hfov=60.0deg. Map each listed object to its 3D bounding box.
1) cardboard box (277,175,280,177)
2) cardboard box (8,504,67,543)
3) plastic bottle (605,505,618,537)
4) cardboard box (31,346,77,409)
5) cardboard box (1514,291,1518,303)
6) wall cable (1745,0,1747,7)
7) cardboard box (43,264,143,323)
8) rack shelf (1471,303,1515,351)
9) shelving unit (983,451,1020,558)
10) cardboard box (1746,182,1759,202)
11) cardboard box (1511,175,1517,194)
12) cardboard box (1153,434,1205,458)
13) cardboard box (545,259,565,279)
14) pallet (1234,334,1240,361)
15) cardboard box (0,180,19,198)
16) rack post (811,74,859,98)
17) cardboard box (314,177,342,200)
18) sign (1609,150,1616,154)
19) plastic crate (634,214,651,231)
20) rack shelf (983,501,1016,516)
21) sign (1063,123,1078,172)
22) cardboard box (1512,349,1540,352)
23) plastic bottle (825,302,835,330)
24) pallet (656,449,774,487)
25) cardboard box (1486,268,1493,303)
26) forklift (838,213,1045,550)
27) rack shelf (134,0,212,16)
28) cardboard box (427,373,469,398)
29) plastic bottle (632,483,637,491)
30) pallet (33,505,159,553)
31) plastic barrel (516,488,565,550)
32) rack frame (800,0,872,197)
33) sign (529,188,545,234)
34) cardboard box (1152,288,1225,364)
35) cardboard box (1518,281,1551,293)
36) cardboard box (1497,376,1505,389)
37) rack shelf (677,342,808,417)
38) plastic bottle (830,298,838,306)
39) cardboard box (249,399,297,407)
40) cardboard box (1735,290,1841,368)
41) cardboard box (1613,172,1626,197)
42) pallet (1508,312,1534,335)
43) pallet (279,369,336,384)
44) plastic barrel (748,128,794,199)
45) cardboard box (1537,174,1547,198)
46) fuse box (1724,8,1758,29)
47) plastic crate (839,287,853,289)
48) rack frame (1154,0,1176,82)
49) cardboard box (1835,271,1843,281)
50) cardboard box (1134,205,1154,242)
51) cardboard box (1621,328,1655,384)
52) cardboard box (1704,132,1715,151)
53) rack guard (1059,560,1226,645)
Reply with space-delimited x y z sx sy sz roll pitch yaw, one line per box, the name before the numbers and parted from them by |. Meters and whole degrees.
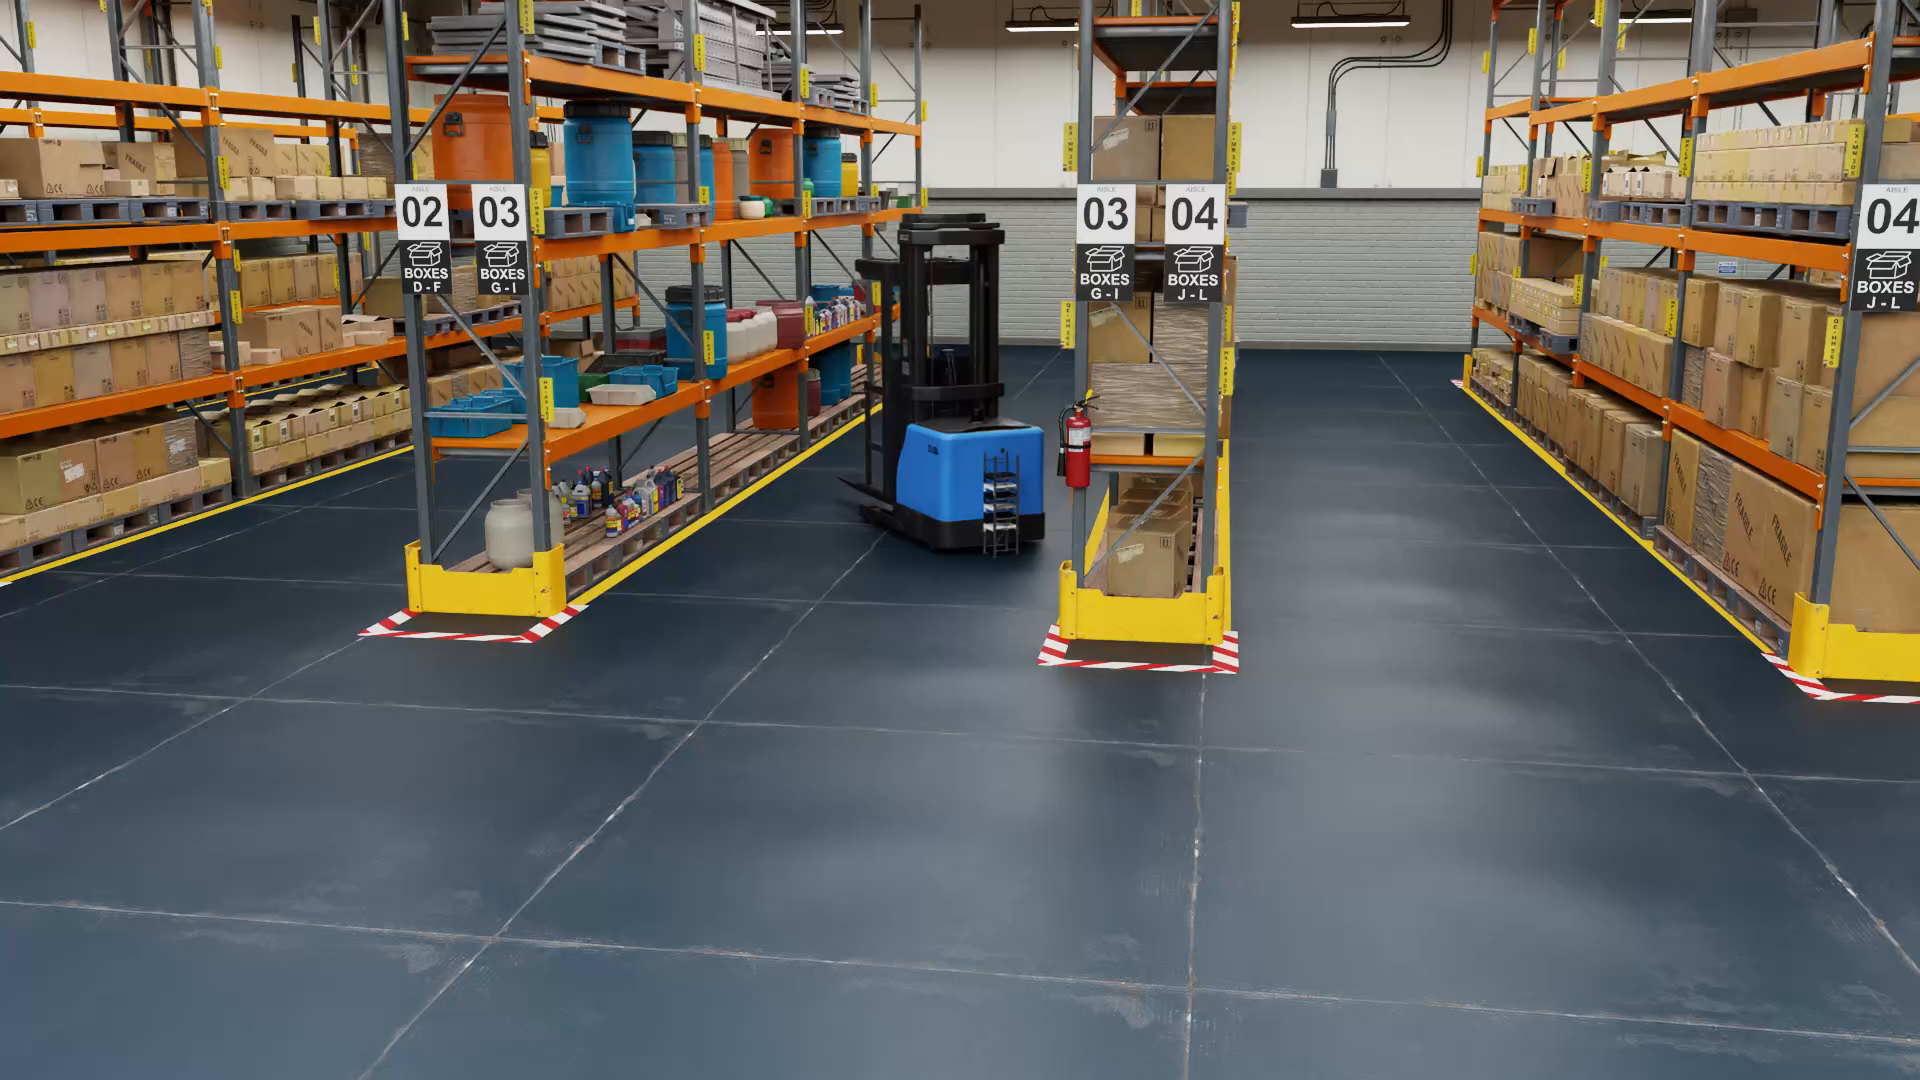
cardboard box | -11.079 -5.626 26.239 0.500 0.250 0.500 2 12 7
cardboard box | -8.113 -0.150 14.357 0.500 0.250 0.500 2 12 9
plastic bottle | -3.007 -0.168 14.341 0.097 0.271 0.097 0 12 0
cardboard box | -8.246 -1.439 14.569 0.700 0.500 0.500 2 12 9
cardboard box | 7.478 -3.182 21.788 0.380 0.149 0.250 2 12 8
wall cable | 13.113 -11.154 29.980 2.355 3.000 0.029 2 12 9
cardboard box | -8.089 -2.294 15.459 0.700 0.500 0.500 2 12 9
rack shelf | 8.338 -3.140 24.406 1.077 0.370 4.000 2 12 9
shelving unit | 0.360 -0.310 14.551 0.258 0.900 0.210 -6 13 -25
cardboard box | 6.175 -2.626 12.557 0.380 0.149 0.250 2 12 9
cardboard box | 7.942 -4.925 23.031 0.500 0.250 0.500 1 12 6
cardboard box | 1.579 -0.688 11.917 0.380 0.149 0.250 2 12 9
cardboard box | -6.292 -4.205 25.032 0.500 0.500 0.500 2 12 10
pallet | 2.526 -2.179 18.694 1.213 0.211 1.003 2 12 9
cardboard box | -8.133 -2.937 13.905 0.380 0.149 0.250 2 12 9
rack post | -1.909 -6.139 22.554 0.937 0.300 0.954 2 12 8
cardboard box | -7.434 -4.019 19.020 0.500 0.250 0.500 2 12 8
sign | 8.580 -4.969 21.907 0.100 0.325 0.005 2 12 9
plastic crate | -2.826 -2.742 14.360 0.243 0.136 0.396 2 12 9
rack shelf | 0.360 -0.277 14.558 0.258 0.077 0.200 -6 13 -25
sign | 0.754 -2.680 11.344 0.100 0.325 0.005 2 12 9
cardboard box | 8.815 -2.892 25.906 0.380 0.149 0.250 2 12 9
plastic bottle | -1.736 -2.962 21.991 0.144 0.351 0.185 2 12 9
pallet | -2.711 -0.808 18.499 1.003 0.211 1.213 2 12 9
cardboard box | 8.159 -3.804 24.836 0.500 0.500 0.500 2 12 9
forklift | -0.320 -1.614 15.780 1.130 2.935 3.031 -6 13 -25
rack shelf | -11.845 -7.528 22.638 1.077 0.370 4.000 2 12 9
cardboard box | -6.830 -1.934 21.992 0.500 0.500 0.500 1 12 7
plastic bottle | -2.978 -0.387 15.327 0.061 0.283 0.133 2 12 9
pallet | -8.222 -0.131 15.358 1.003 0.211 1.213 2 12 9
plastic barrel | -3.491 -0.152 13.745 0.421 0.512 0.421 0 12 0
rack frame | -1.749 -6.350 23.355 1.000 3.000 0.127 2 12 9
sign | -3.051 -2.371 11.992 0.100 0.325 0.005 2 12 9
cardboard box | 1.654 -1.548 11.994 0.500 0.500 0.500 2 12 9
cardboard box | 7.437 -3.270 21.489 0.380 0.149 0.250 2 12 9
cardboard box | 7.818 -2.221 23.500 0.380 0.149 0.250 1 12 7
rack shelf | -2.671 -1.817 18.267 1.077 0.370 4.000 2 12 9
plastic bottle | -1.738 -3.157 22.898 0.144 0.351 0.185 2 12 9
cardboard box | -7.860 -1.459 19.098 0.500 0.311 0.500 2 12 8
cardboard box | 6.447 -1.598 12.628 0.875 0.550 0.500 2 12 9
cardboard box | 7.010 -3.642 17.030 0.500 0.250 0.500 2 12 10
pallet | 7.769 -2.827 21.703 1.003 0.211 1.213 2 12 9
pallet | -11.158 -2.786 27.675 1.003 0.211 1.213 2 12 9
plastic barrel | -2.274 -4.584 20.265 0.600 0.830 0.708 2 12 9
cardboard box | 7.688 -4.527 21.229 0.500 0.311 0.500 2 12 8
fuse box | 14.143 -9.442 30.109 0.513 0.334 0.176 2 12 9
plastic crate | -1.699 -3.883 26.401 0.416 0.233 0.300 2 12 9
rack frame | 3.145 -6.189 22.610 1.000 3.000 0.127 2 12 9
cardboard box | 13.053 -4.000 24.081 0.500 0.500 0.500 2 12 8
cardboard box | 1.123 -2.260 11.855 0.500 0.250 0.500 2 12 10
cardboard box | 6.772 -1.786 16.181 0.500 0.500 0.500 2 12 9
cardboard box | 6.370 -3.279 13.696 0.380 0.149 0.250 2 12 8
rack guard | 1.311 0.447 11.988 1.175 0.500 0.348 2 12 9
